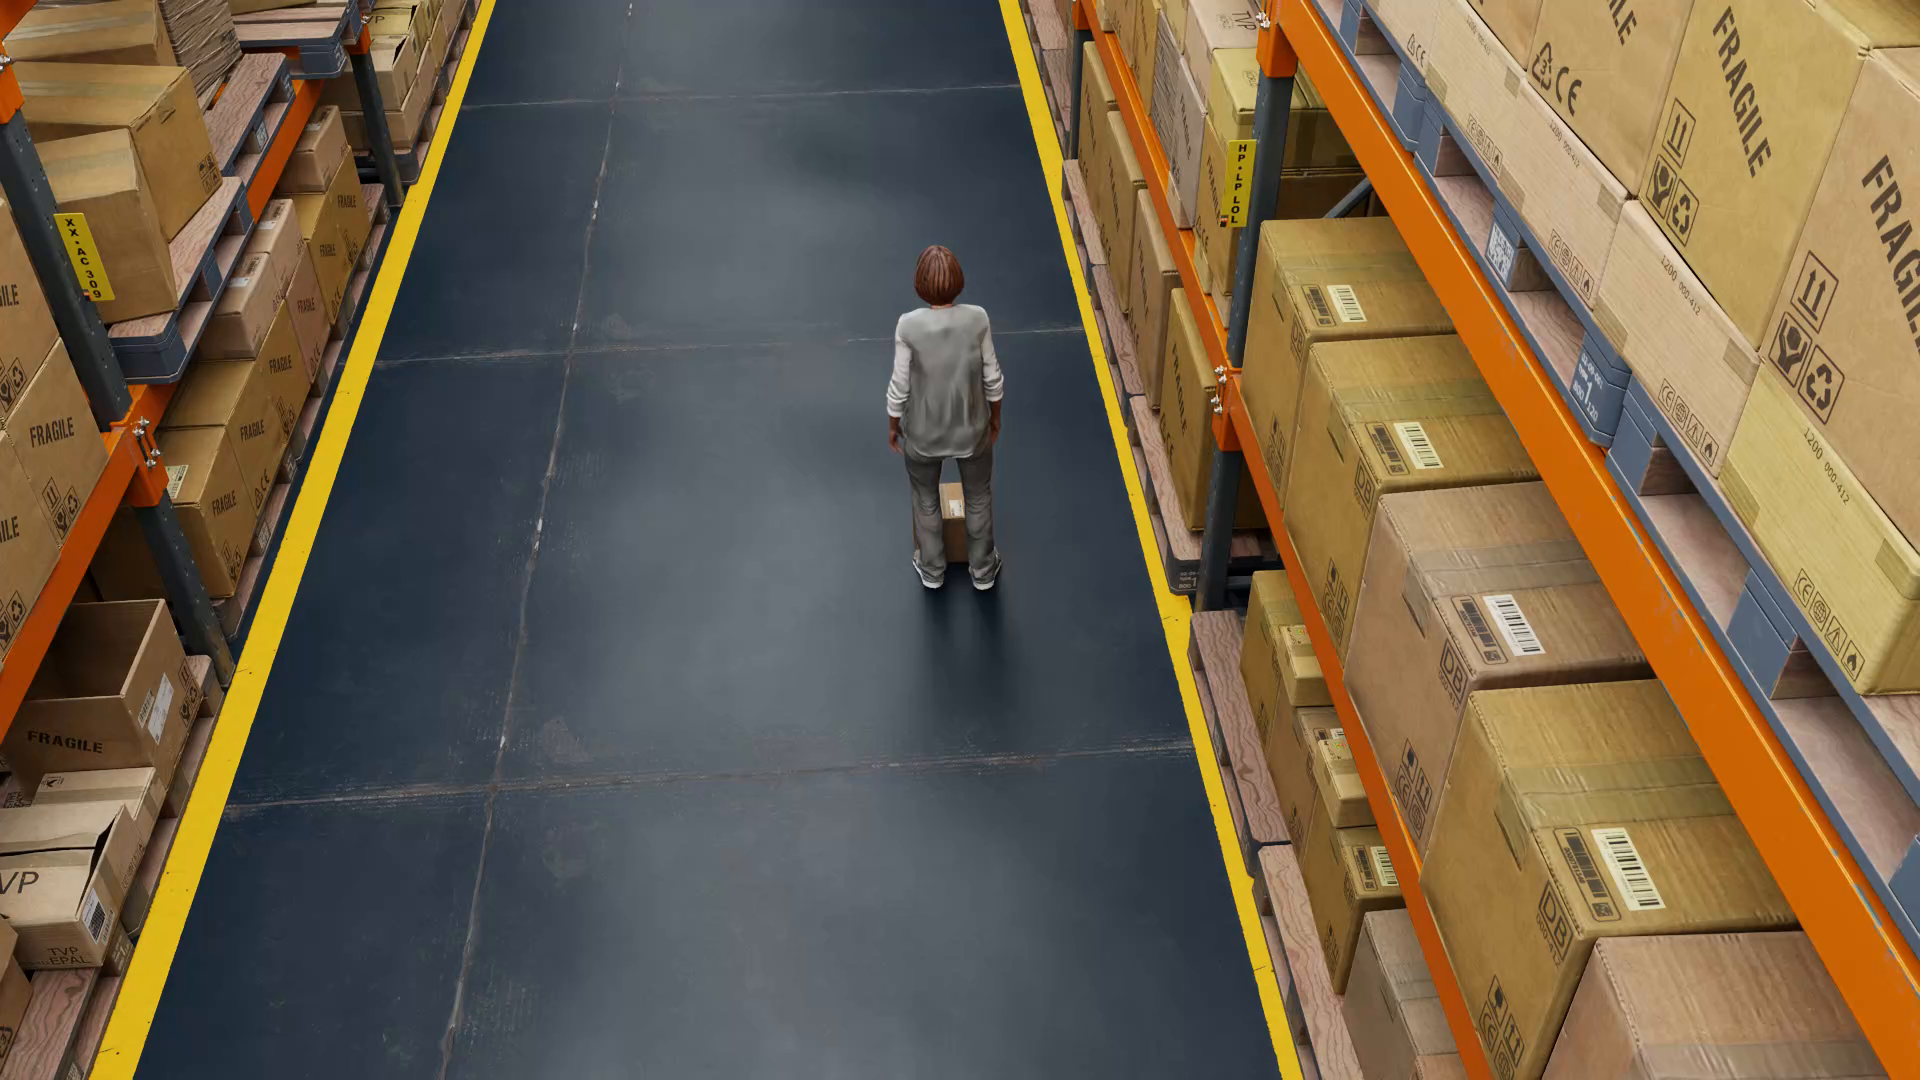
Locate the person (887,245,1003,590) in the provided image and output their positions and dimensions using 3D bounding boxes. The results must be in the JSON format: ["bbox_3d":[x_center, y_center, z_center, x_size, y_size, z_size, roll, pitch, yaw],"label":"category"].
[{"bbox_3d":[-0.053,-0.450,6.706,0.485,1.594,0.371,-5,40,-6],"label":"person"}]
